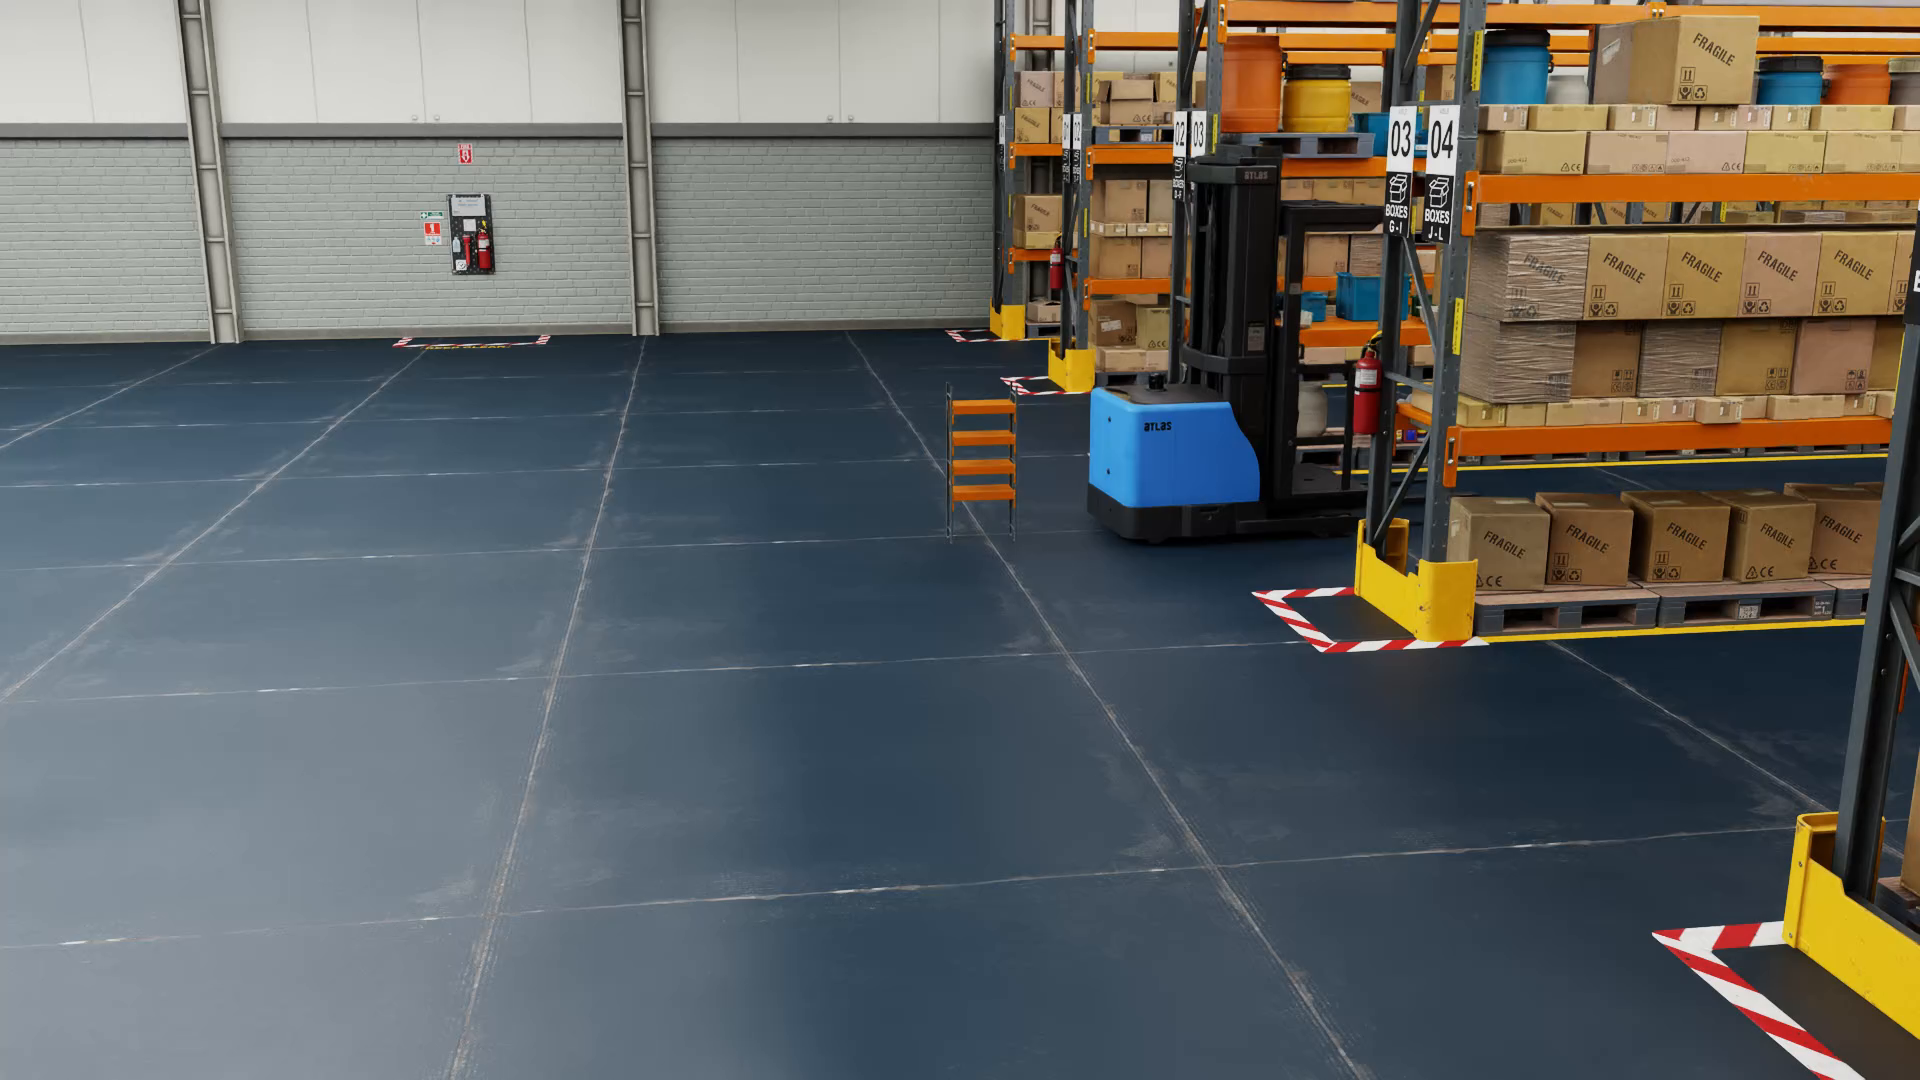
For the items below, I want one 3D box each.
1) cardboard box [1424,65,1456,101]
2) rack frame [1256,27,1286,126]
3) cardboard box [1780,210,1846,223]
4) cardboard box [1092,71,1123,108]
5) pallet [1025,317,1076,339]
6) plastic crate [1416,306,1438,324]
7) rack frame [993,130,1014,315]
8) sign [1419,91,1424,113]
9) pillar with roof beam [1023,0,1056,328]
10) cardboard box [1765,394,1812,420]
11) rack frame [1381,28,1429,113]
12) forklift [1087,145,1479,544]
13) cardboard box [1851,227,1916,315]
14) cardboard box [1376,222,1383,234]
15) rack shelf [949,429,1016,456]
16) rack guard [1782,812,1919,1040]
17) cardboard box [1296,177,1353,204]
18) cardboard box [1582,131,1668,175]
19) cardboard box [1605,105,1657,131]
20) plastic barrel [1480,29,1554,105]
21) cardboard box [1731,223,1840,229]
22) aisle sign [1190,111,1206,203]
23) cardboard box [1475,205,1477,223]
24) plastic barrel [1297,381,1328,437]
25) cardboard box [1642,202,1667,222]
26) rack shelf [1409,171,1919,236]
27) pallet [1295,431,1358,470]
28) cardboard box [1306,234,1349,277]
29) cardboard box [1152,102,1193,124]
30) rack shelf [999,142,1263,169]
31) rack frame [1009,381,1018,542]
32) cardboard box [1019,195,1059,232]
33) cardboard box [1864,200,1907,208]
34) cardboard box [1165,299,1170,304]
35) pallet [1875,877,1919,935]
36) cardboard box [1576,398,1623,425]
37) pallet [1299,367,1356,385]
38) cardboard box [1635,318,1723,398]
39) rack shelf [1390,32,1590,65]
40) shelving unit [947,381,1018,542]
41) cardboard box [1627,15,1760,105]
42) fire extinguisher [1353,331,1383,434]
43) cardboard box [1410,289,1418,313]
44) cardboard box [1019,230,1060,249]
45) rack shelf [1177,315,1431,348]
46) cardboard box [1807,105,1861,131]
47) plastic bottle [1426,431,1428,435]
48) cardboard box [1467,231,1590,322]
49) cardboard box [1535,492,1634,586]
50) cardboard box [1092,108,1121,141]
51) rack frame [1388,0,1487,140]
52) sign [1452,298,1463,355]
[{"bbox_3d":[5.948,-5.460,20.065,0.500,0.500,0.500,-2,14,-8],"label":"cardboard box"},{"bbox_3d":[4.591,-7.599,24.524,0.127,3.000,1.000,-2,14,-8],"label":"rack frame"},{"bbox_3d":[10.827,-3.932,21.165,0.500,0.500,0.700,1,14,2],"label":"cardboard box"},{"bbox_3d":[2.061,-6.525,24.106,0.500,0.500,0.500,-2,14,-7],"label":"cardboard box"},{"bbox_3d":[1.519,-3.215,25.109,1.213,0.211,1.003,-2,14,-8],"label":"pallet"},{"bbox_3d":[4.499,-2.058,15.306,0.437,0.136,0.530,-2,14,-8],"label":"plastic crate"},{"bbox_3d":[0.636,-4.544,24.675,0.127,3.000,1.000,-2,14,-8],"label":"rack frame"},{"bbox_3d":[5.417,-5.108,19.533,0.005,0.325,0.100,-2,14,-8],"label":"sign"},{"bbox_3d":[1.840,-6.652,20.747,0.400,9.000,9.100,-2,14,-8],"label":"pillar with roof beam"},{"bbox_3d":[5.150,-0.864,10.515,0.250,0.149,0.380,-2,14,-8],"label":"cardboard box"},{"bbox_3d":[5.333,-6.408,19.773,0.127,3.000,1.000,-2,14,-8],"label":"rack frame"},{"bbox_3d":[6.187,0.462,4.855,6.136,2.935,18.991,-3,14,-13],"label":"forklift"},{"bbox_3d":[5.907,-1.692,10.428,0.500,0.500,0.500,-2,14,-8],"label":"cardboard box"},{"bbox_3d":[5.096,-3.800,20.167,0.250,0.149,0.380,-2,14,-8],"label":"cardboard box"},{"bbox_3d":[0.164,-0.740,12.562,0.480,0.148,0.258,-2,14,-8],"label":"rack shelf"},{"bbox_3d":[3.465,1.440,5.951,0.348,0.500,1.175,-2,14,-8],"label":"rack guard"},{"bbox_3d":[4.395,-4.139,20.188,0.500,0.500,0.700,-2,14,-8],"label":"cardboard box"},{"bbox_3d":[3.873,-2.327,9.978,0.500,0.250,0.500,-2,14,-10],"label":"cardboard box"},{"bbox_3d":[3.938,-2.517,9.916,0.250,0.149,0.380,-2,14,-6],"label":"cardboard box"},{"bbox_3d":[5.067,-4.198,15.233,0.708,0.901,0.600,-2,14,-8],"label":"plastic barrel"},{"bbox_3d":[5.333,-1.801,10.864,0.500,0.500,0.500,-2,14,-8],"label":"cardboard box"},{"bbox_3d":[2.084,-3.349,14.565,0.004,0.787,0.394,-2,14,-8],"label":"aisle sign"},{"bbox_3d":[7.534,-5.050,25.581,0.500,0.500,0.700,-3,14,-14],"label":"cardboard box"},{"bbox_3d":[3.247,-1.219,15.665,0.421,0.512,0.421,0,14,0],"label":"plastic barrel"},{"bbox_3d":[10.589,-5.048,25.825,0.500,0.500,0.500,-2,14,-7],"label":"cardboard box"},{"bbox_3d":[4.827,-2.148,10.434,4.000,0.370,1.077,-2,14,-8],"label":"rack shelf"},{"bbox_3d":[2.984,-0.851,15.681,1.213,0.211,1.003,-2,14,-8],"label":"pallet"},{"bbox_3d":[4.374,-3.508,20.338,0.500,0.500,0.700,-2,14,-9],"label":"cardboard box"},{"bbox_3d":[2.477,-5.112,19.929,0.500,0.250,0.500,-2,14,-8],"label":"cardboard box"},{"bbox_3d":[2.613,-5.723,24.687,4.000,0.370,1.077,-2,14,-8],"label":"rack shelf"},{"bbox_3d":[0.405,-0.597,12.635,0.015,1.200,0.240,-2,14,-8],"label":"rack frame"},{"bbox_3d":[1.152,-4.790,24.381,0.500,0.500,0.500,-2,14,-8],"label":"cardboard box"},{"bbox_3d":[14.481,-5.194,26.650,0.700,0.700,0.980,-3,14,-11],"label":"cardboard box"},{"bbox_3d":[2.850,-2.717,20.638,0.500,0.500,0.500,-2,14,-8],"label":"cardboard box"},{"bbox_3d":[4.267,1.532,6.180,1.213,0.211,1.003,-2,14,-8],"label":"pallet"},{"bbox_3d":[3.910,-0.825,10.361,0.250,0.149,0.380,-2,14,-8],"label":"cardboard box"},{"bbox_3d":[4.540,-2.127,20.767,1.213,0.211,1.003,-2,14,-8],"label":"pallet"},{"bbox_3d":[4.375,-1.231,10.645,0.500,0.500,0.875,-2,14,-8],"label":"cardboard box"},{"bbox_3d":[7.310,-5.937,20.198,4.000,0.370,1.077,-2,14,-8],"label":"rack shelf"},{"bbox_3d":[0.166,-0.588,12.600,0.499,1.200,0.258,-2,14,-8],"label":"shelving unit"},{"bbox_3d":[4.358,-2.849,9.904,0.500,0.500,0.500,-2,14,-9],"label":"cardboard box"},{"bbox_3d":[2.668,-1.039,10.857,0.183,0.674,0.296,-2,14,-8],"label":"fire extinguisher"},{"bbox_3d":[6.828,-3.781,25.866,0.500,0.500,0.700,-2,14,-9],"label":"cardboard box"},{"bbox_3d":[1.165,-4.422,24.457,0.500,0.250,0.500,-3,14,-10],"label":"cardboard box"},{"bbox_3d":[4.089,-1.885,15.550,4.000,0.370,1.077,-2,14,-8],"label":"rack shelf"},{"bbox_3d":[5.224,-2.560,10.086,0.250,0.149,0.380,-1,14,-6],"label":"cardboard box"},{"bbox_3d":[4.389,-1.058,15.479,0.097,0.271,0.097,0,14,0],"label":"plastic bottle"},{"bbox_3d":[3.434,-1.602,10.071,0.500,0.500,0.500,-2,14,-8],"label":"cardboard box"},{"bbox_3d":[4.055,-0.010,10.869,0.500,0.500,0.500,2,14,6],"label":"cardboard box"},{"bbox_3d":[2.053,-6.040,24.227,0.500,0.500,0.500,-1,14,-6],"label":"cardboard box"},{"bbox_3d":[2.849,-3.880,9.693,0.127,3.000,1.000,-2,14,-8],"label":"rack frame"},{"bbox_3d":[2.930,-1.259,9.797,0.005,0.325,0.100,-2,14,-8],"label":"sign"}]
